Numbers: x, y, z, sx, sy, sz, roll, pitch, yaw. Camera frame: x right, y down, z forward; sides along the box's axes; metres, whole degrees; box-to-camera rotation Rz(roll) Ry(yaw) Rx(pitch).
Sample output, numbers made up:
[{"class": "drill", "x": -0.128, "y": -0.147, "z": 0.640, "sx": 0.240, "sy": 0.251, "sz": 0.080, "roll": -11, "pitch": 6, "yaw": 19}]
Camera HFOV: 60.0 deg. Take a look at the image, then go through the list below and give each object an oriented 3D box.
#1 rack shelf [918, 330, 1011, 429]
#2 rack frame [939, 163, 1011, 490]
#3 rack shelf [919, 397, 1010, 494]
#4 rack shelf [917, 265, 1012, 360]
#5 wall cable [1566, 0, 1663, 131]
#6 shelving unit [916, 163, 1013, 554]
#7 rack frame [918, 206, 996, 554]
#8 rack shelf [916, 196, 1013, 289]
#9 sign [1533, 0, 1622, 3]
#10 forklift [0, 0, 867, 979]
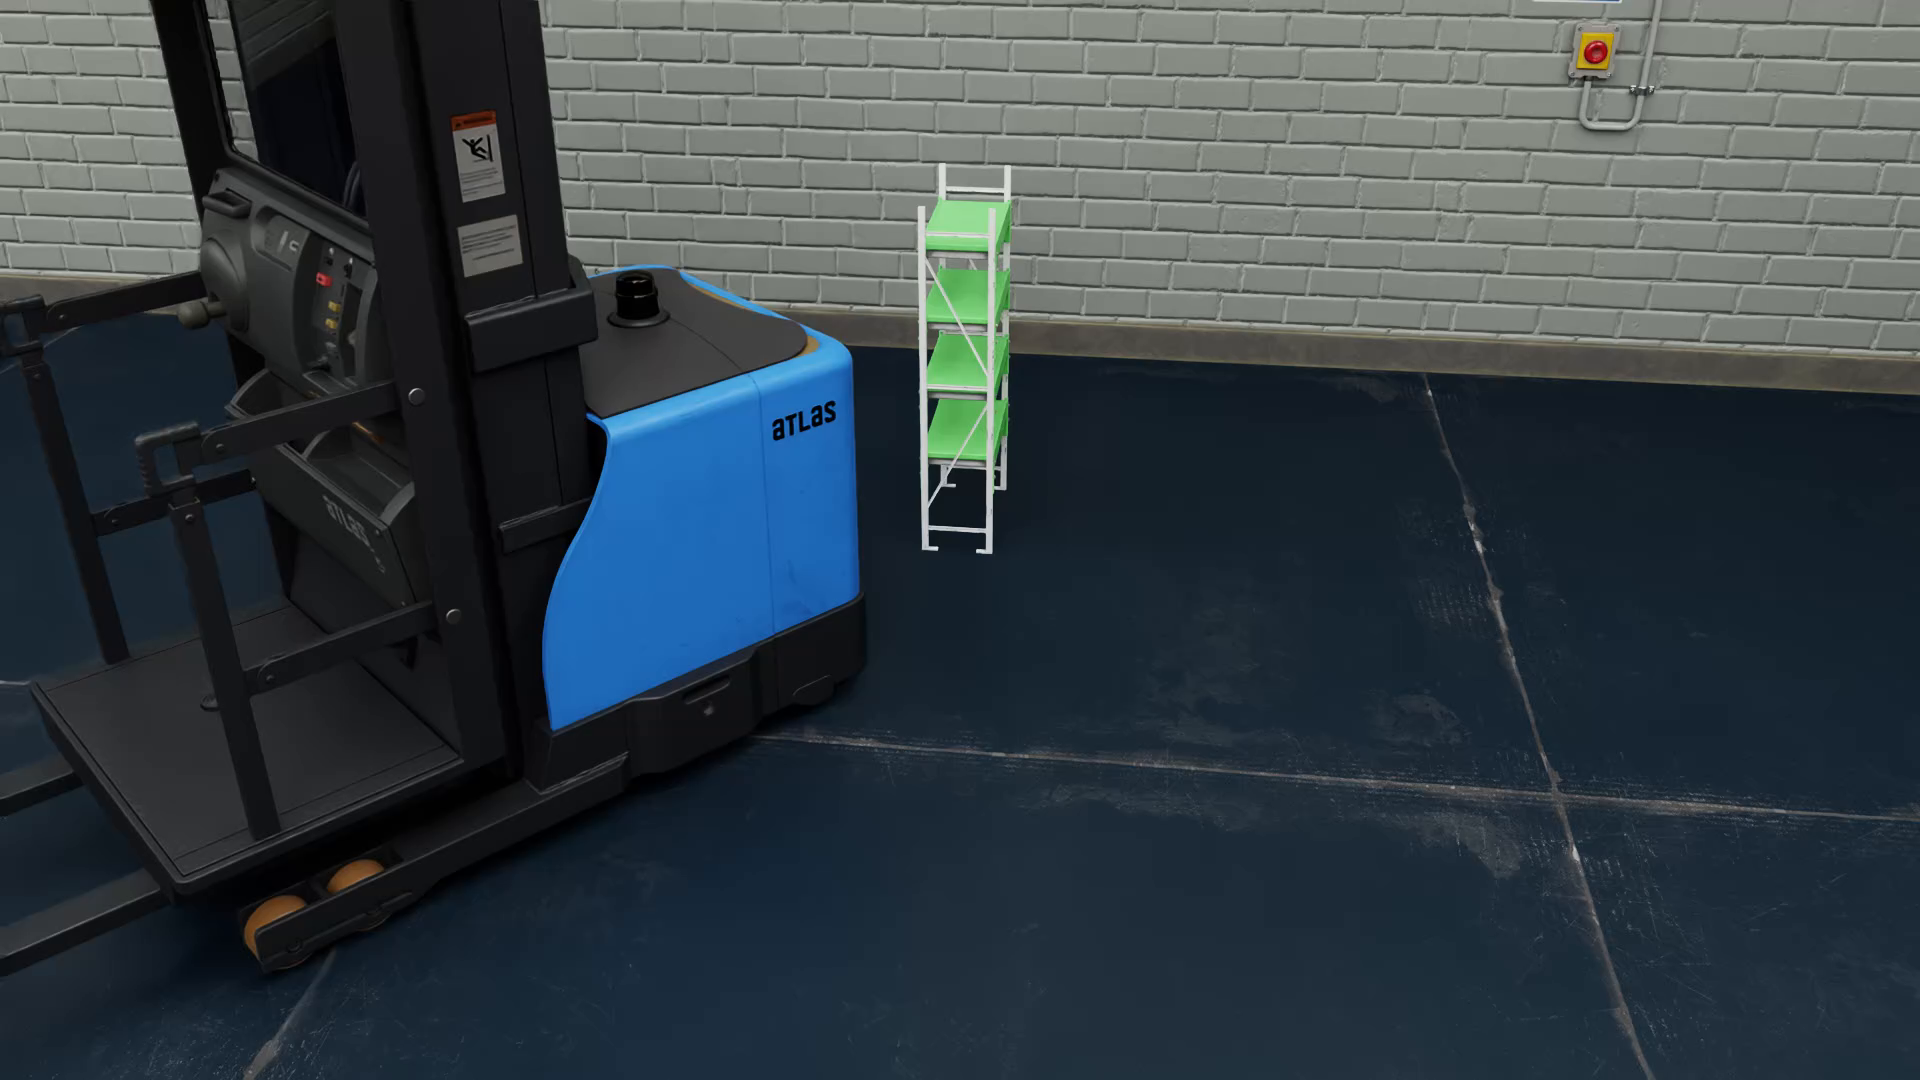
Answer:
[{"class": "rack shelf", "x": 0.020, "y": -0.550, "z": 5.640, "sx": 0.258, "sy": 0.148, "sz": 0.480, "roll": 3, "pitch": 28, "yaw": 6}, {"class": "rack frame", "x": 0.050, "y": -0.721, "z": 5.823, "sx": 0.240, "sy": 1.200, "sz": 0.015, "roll": 3, "pitch": 28, "yaw": 6}, {"class": "rack shelf", "x": 0.020, "y": -0.339, "z": 5.754, "sx": 0.258, "sy": 0.148, "sz": 0.480, "roll": 3, "pitch": 28, "yaw": 6}, {"class": "rack shelf", "x": 0.020, "y": -0.761, "z": 5.527, "sx": 0.258, "sy": 0.148, "sz": 0.480, "roll": 3, "pitch": 28, "yaw": 6}, {"class": "wall cable", "x": 2.390, "y": -2.454, "z": 6.038, "sx": 0.585, "sy": 1.953, "sz": 0.123, "roll": 3, "pitch": 28, "yaw": 6}, {"class": "shelving unit", "x": 0.020, "y": -0.606, "z": 5.610, "sx": 0.258, "sy": 1.200, "sz": 0.503, "roll": 3, "pitch": 28, "yaw": 6}, {"class": "rack frame", "x": -0.010, "y": -0.491, "z": 5.397, "sx": 0.240, "sy": 1.200, "sz": 0.015, "roll": 3, "pitch": 28, "yaw": 6}, {"class": "rack shelf", "x": 0.020, "y": -0.972, "z": 5.413, "sx": 0.258, "sy": 0.148, "sz": 0.480, "roll": 3, "pitch": 28, "yaw": 6}, {"class": "sign", "x": 2.349, "y": -2.144, "z": 6.281, "sx": 0.327, "sy": 0.218, "sz": 0.001, "roll": 3, "pitch": 28, "yaw": 6}, {"class": "forklift", "x": -1.705, "y": -0.568, "z": 3.715, "sx": 3.031, "sy": 2.935, "sz": 1.130, "roll": -23, "pitch": 36, "yaw": -36}]
